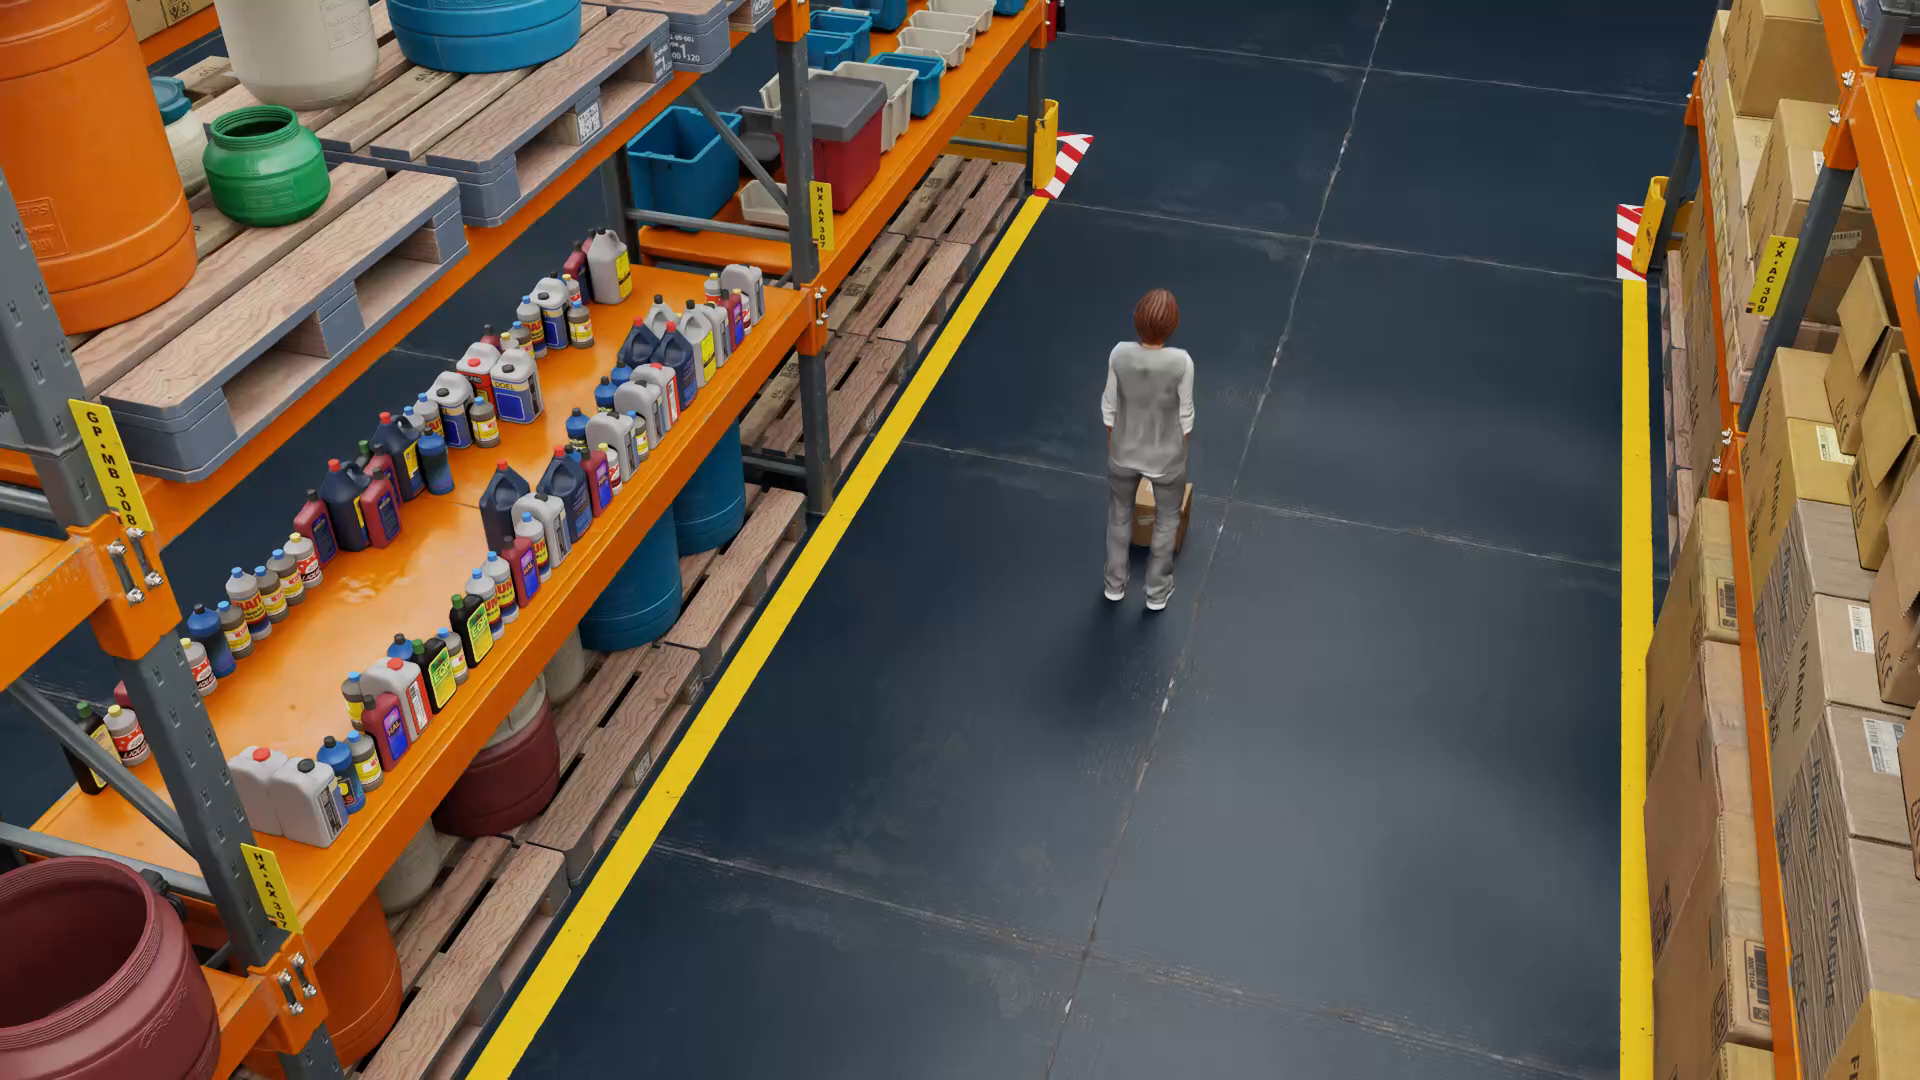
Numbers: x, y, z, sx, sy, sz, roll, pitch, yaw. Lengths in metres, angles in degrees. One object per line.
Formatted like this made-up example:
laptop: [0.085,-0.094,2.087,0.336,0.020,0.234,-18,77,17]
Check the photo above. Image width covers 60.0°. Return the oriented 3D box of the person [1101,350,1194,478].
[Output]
person: [0.813,-0.594,7.233,0.415,0.564,0.280,12,39,15]
